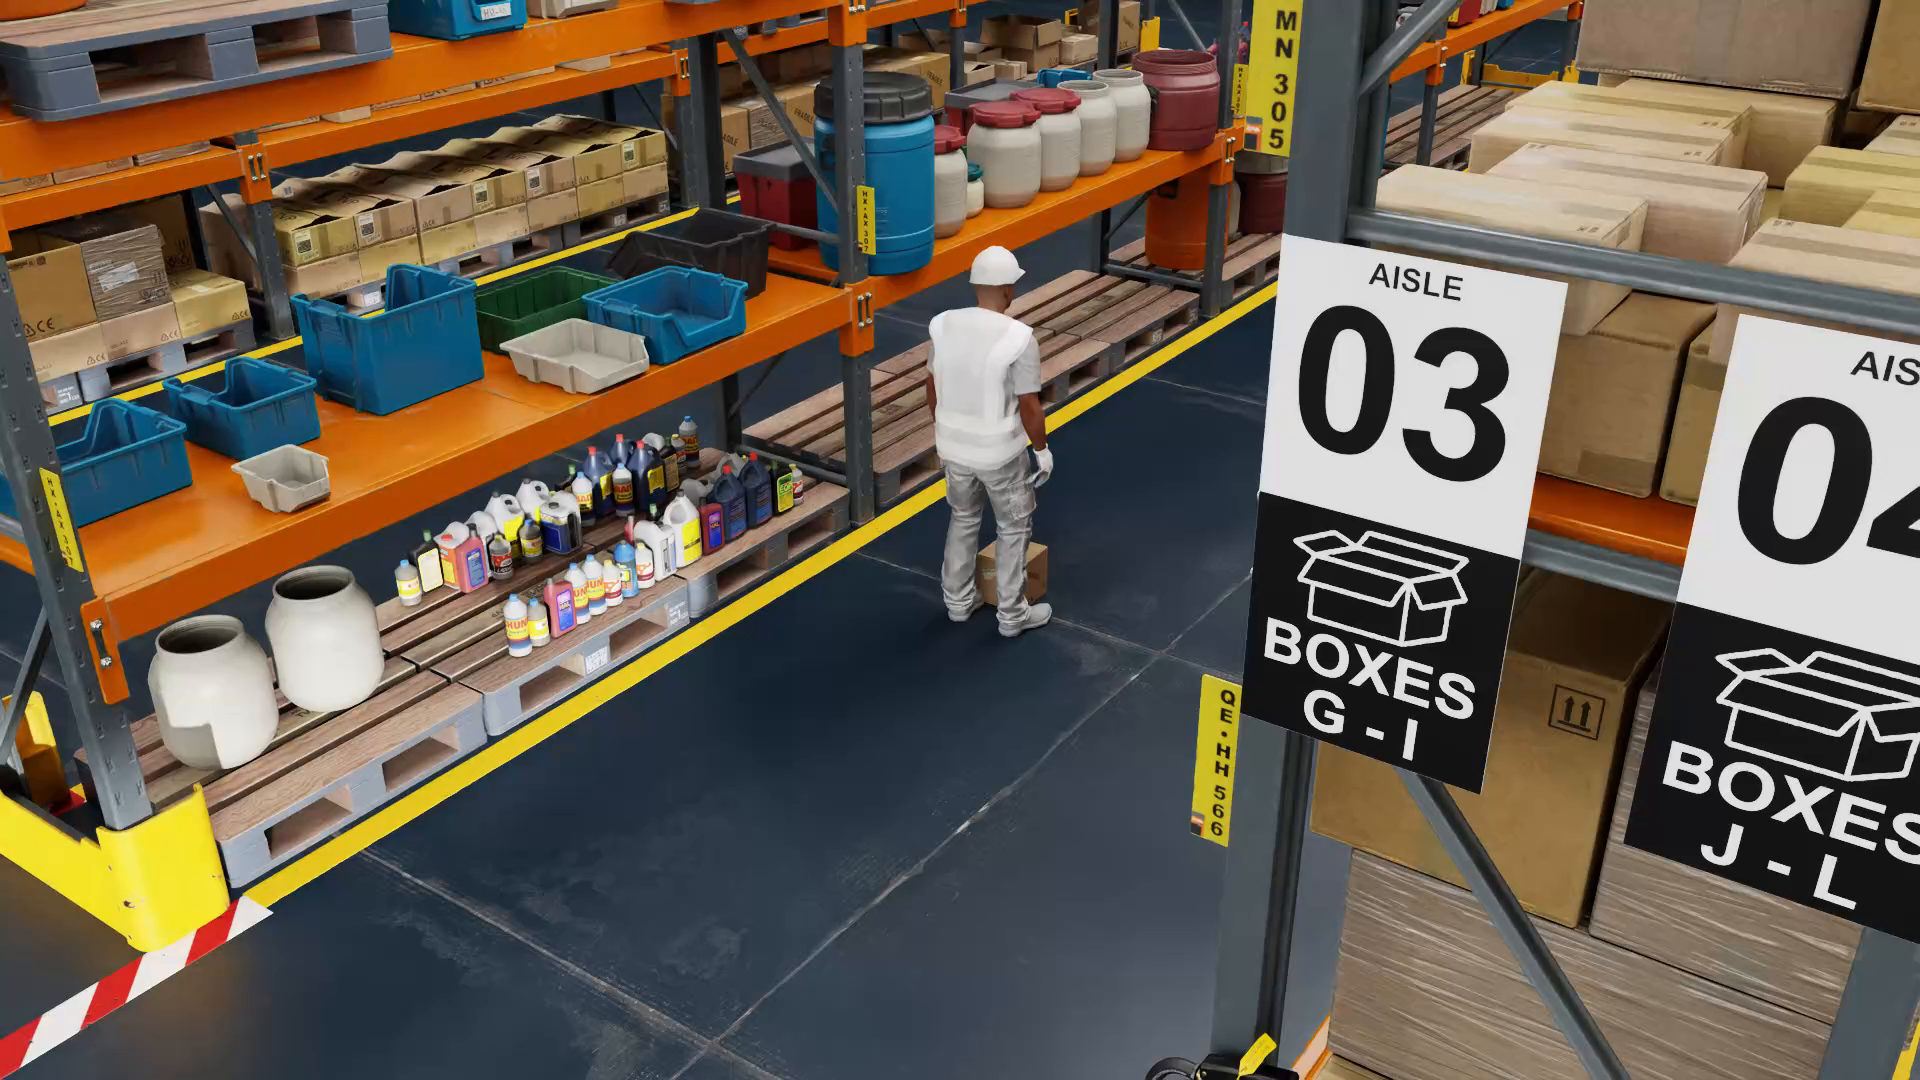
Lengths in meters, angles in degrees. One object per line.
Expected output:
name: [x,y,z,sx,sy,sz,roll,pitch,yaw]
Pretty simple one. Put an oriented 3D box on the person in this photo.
person: [0.132,-0.429,7.457,0.618,1.774,0.447,17,32,31]
